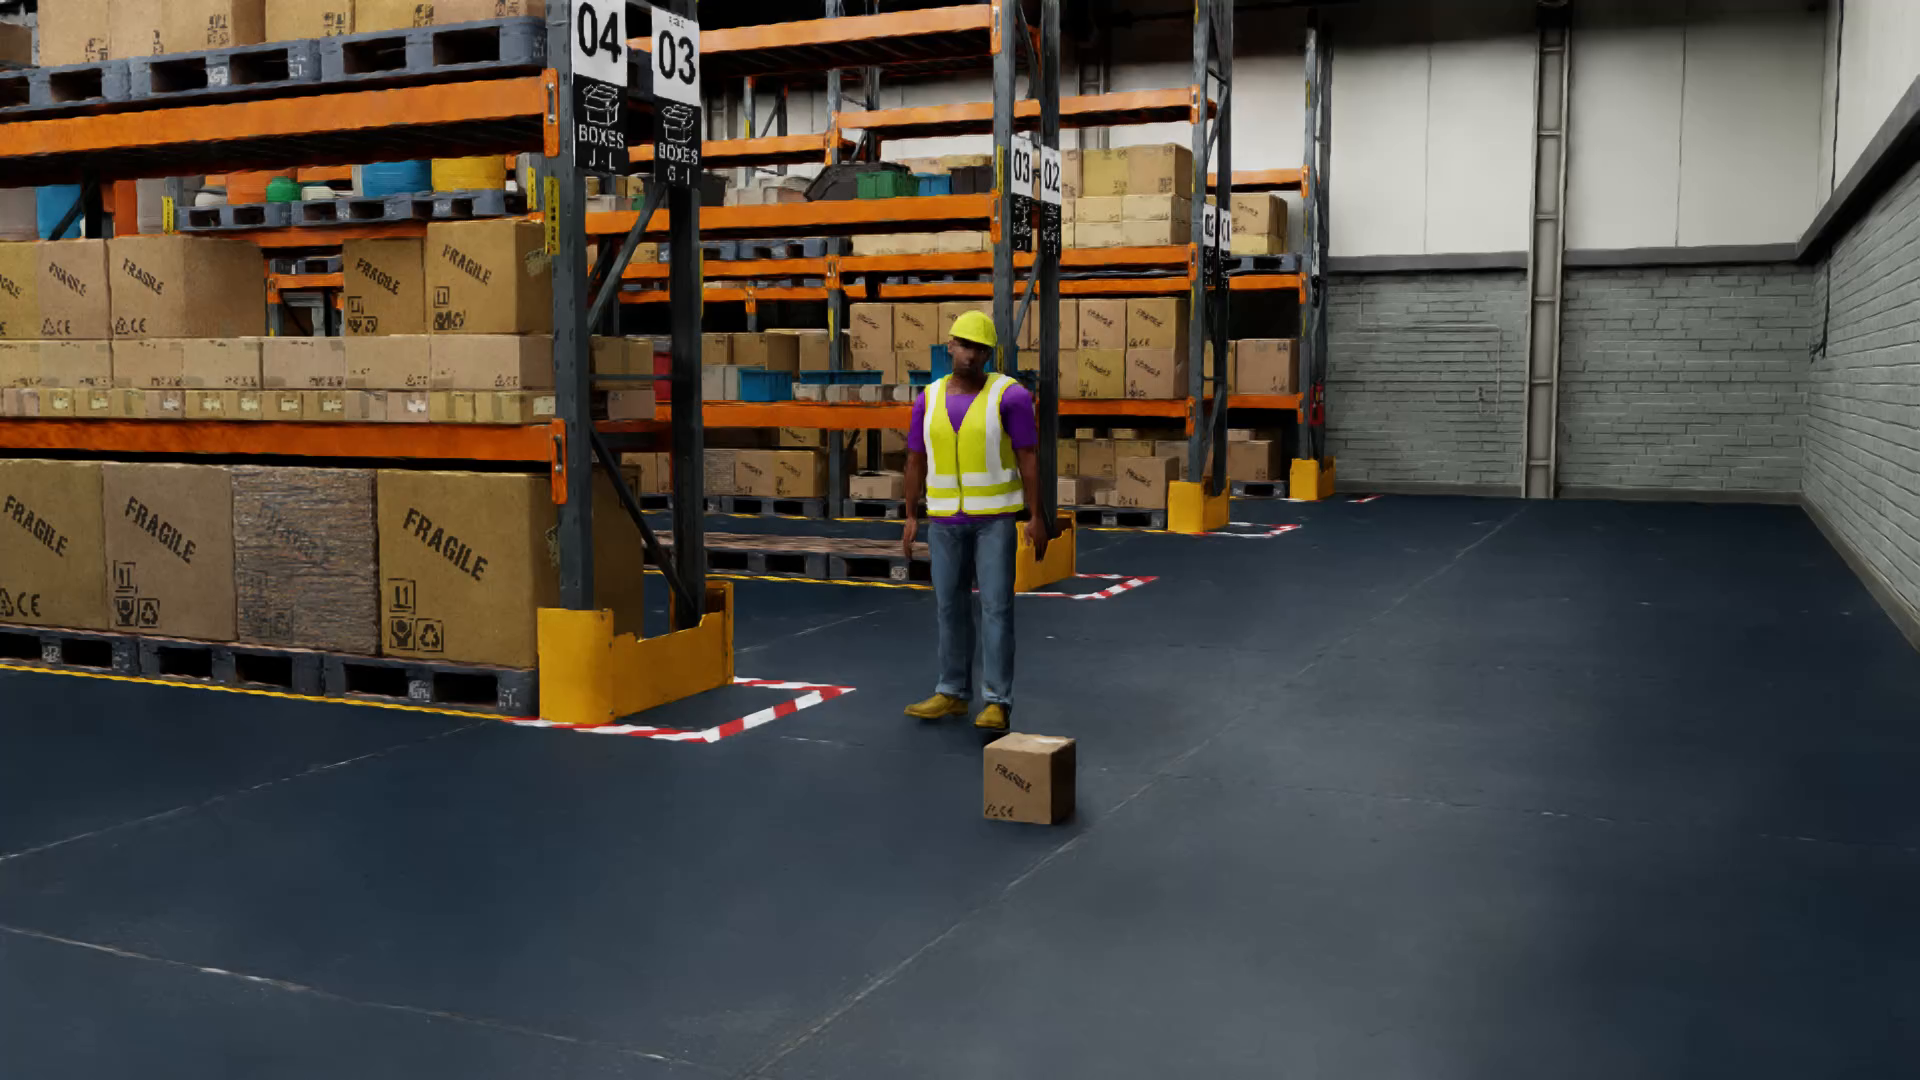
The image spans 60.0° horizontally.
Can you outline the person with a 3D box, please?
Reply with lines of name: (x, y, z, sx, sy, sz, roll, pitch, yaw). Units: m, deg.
person: (0.038, -0.086, 7.042, 0.655, 1.767, 0.495, 2, 6, 24)
